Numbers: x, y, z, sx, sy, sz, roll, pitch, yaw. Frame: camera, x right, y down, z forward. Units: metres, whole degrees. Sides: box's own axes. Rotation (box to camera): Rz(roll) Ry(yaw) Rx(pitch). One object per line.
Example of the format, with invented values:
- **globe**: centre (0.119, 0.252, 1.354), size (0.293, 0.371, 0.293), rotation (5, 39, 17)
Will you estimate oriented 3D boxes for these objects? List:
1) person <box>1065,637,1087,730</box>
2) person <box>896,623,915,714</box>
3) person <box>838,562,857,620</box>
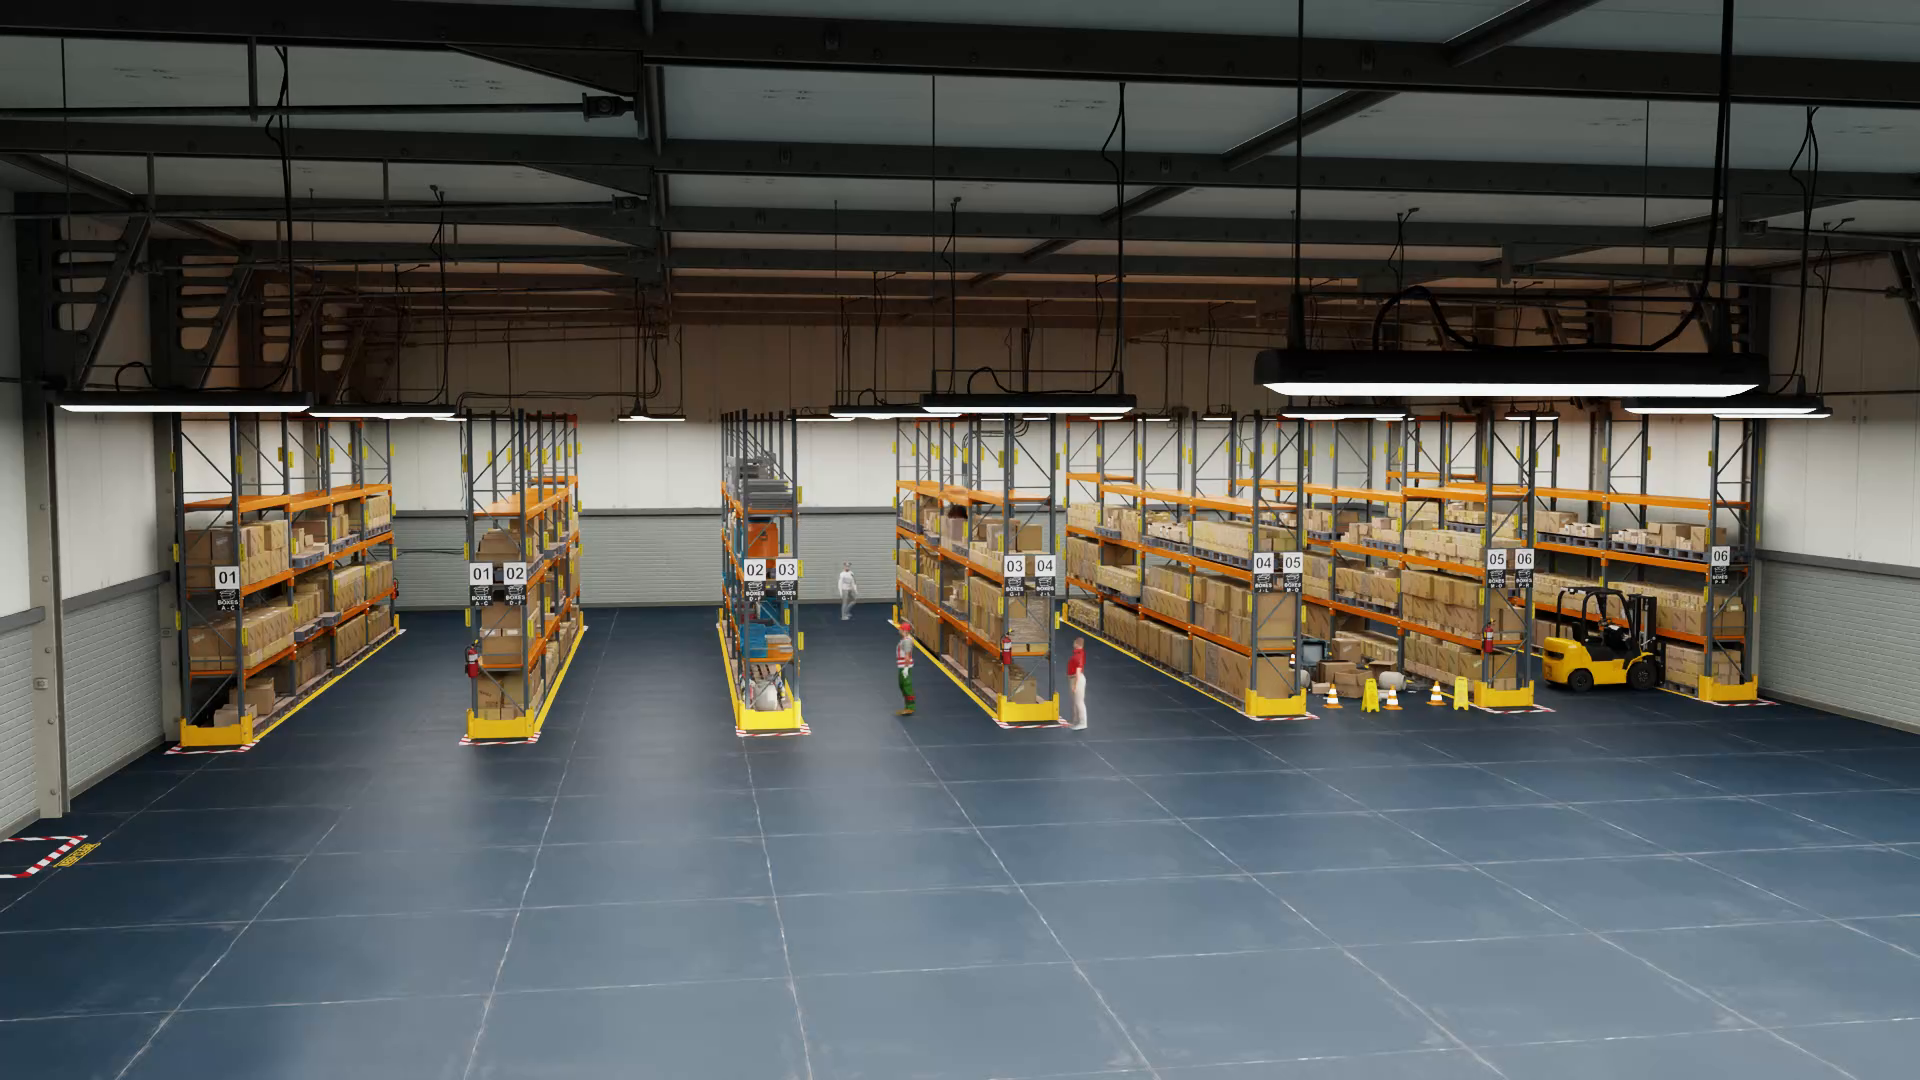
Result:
- **person**: centre (2.175, 2.687, 31.201), size (0.393, 1.749, 0.574), rotation (0, 4, -3)
- **person**: centre (-1.087, 2.539, 32.881), size (0.356, 1.823, 0.674), rotation (-1, 4, -8)
- **person**: centre (-3.269, 1.482, 48.716), size (0.436, 1.690, 0.519), rotation (2, 5, 31)
